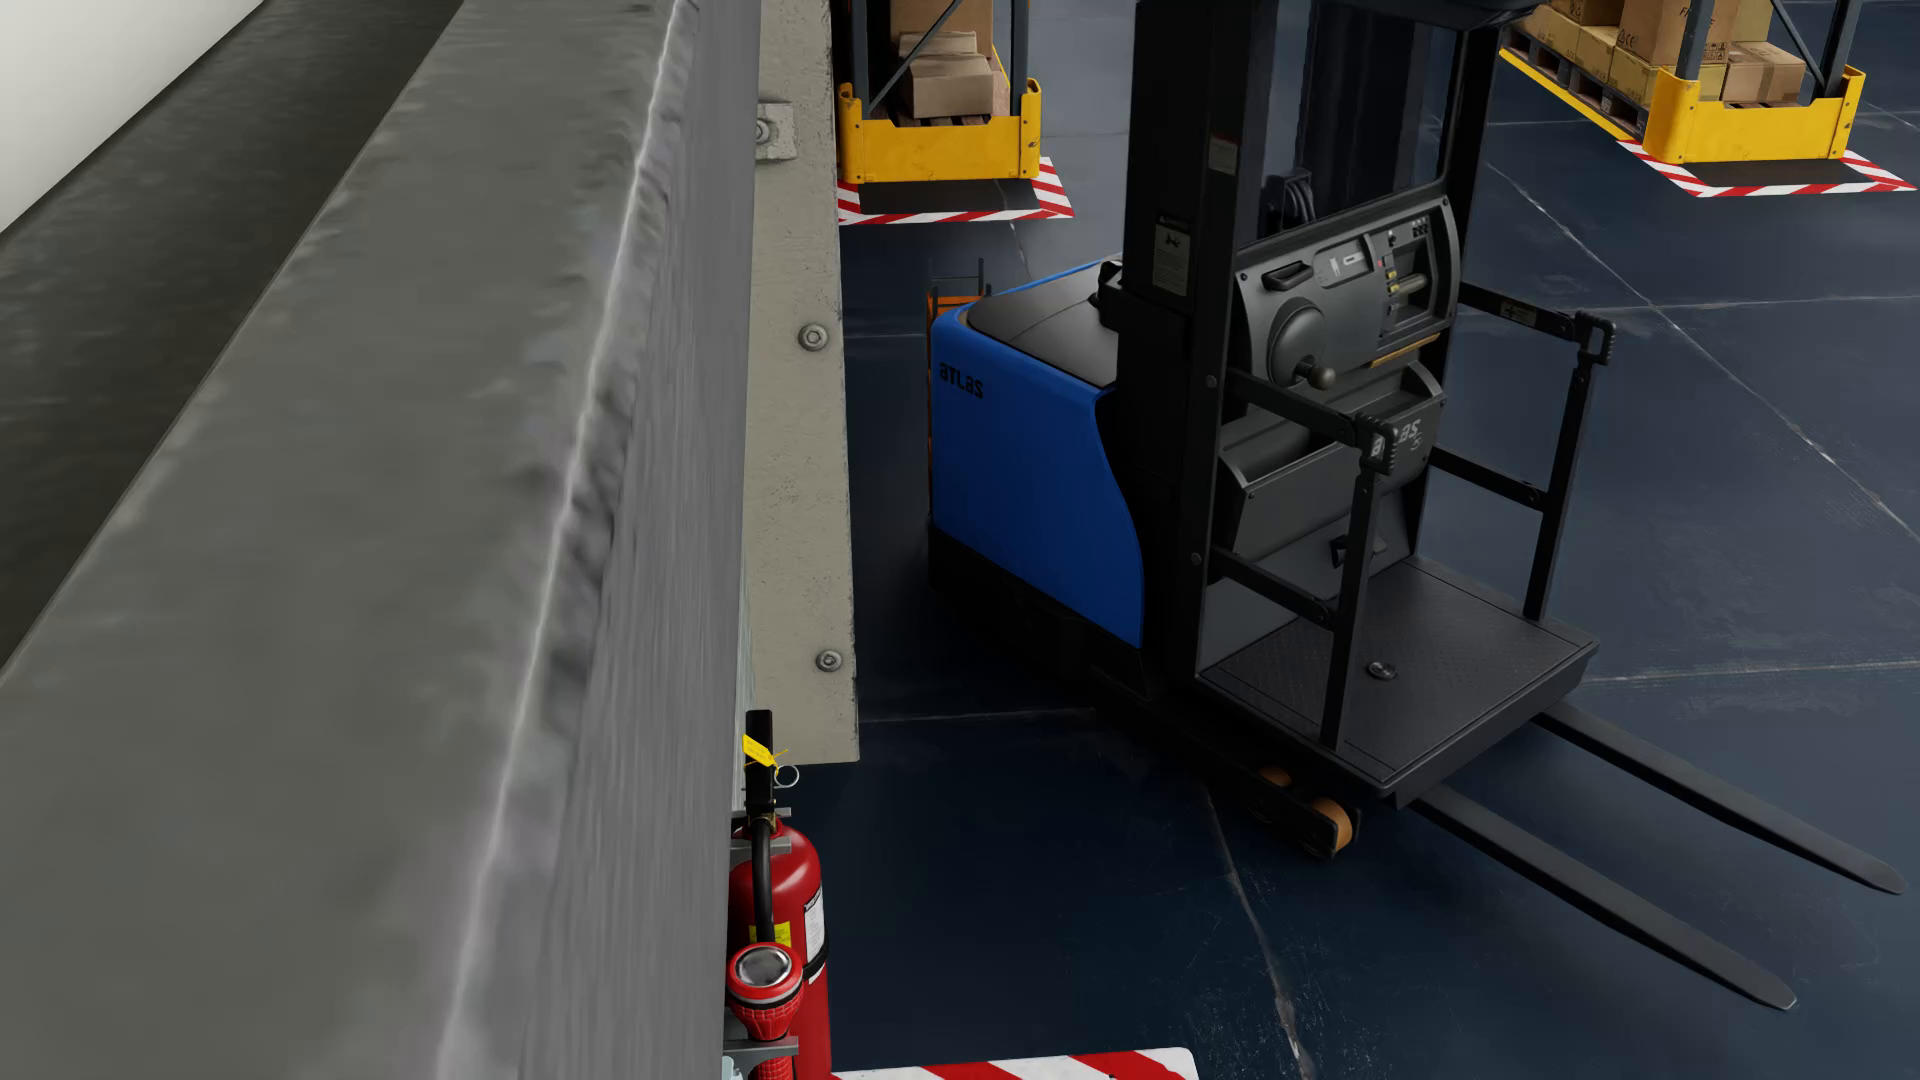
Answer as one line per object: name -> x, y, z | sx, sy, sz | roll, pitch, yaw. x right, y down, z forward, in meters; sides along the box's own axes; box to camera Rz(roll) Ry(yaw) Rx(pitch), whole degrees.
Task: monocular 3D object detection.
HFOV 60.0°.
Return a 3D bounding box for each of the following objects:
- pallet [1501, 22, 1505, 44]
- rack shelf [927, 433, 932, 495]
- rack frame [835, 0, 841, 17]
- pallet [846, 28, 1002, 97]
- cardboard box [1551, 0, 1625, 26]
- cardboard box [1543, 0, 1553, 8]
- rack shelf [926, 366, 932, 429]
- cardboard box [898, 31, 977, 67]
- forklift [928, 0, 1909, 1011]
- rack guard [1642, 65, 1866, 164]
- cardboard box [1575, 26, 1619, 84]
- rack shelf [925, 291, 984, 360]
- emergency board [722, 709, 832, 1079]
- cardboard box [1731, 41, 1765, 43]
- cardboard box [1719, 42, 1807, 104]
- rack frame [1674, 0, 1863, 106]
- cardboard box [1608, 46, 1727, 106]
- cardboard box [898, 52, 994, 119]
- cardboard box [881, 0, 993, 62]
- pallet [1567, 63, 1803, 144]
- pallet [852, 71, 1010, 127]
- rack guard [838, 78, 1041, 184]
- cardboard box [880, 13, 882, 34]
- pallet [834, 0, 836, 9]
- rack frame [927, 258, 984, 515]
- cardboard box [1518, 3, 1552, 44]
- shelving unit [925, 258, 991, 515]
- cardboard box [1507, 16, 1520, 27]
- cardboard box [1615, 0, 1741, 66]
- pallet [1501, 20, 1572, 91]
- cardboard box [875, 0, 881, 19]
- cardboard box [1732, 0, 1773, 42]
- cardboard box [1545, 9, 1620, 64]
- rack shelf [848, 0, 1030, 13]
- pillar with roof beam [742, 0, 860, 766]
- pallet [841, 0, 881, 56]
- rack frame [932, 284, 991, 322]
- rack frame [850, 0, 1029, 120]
pallet -> 4.476, -4.126, 12.952 | 1.003, 0.211, 1.213 | -3, 31, -5
rack shelf -> -0.005, -0.230, 6.174 | 0.215, 0.259, 0.240 | -3, 31, -5
rack frame -> -0.489, -5.492, 12.520 | 1.000, 3.000, 0.127 | -3, 31, -5
pallet -> -0.274, -3.329, 11.618 | 1.003, 0.211, 1.213 | -3, 31, -5
cardboard box -> 4.362, -3.780, 11.194 | 0.500, 0.500, 0.500 | -3, 31, -5
cardboard box -> 4.317, -4.036, 11.622 | 0.500, 0.500, 0.500 | -3, 31, -5
rack shelf -> -0.005, -0.469, 6.032 | 0.215, 0.259, 0.240 | -3, 31, -5
cardboard box -> -0.143, -3.133, 10.763 | 0.500, 0.311, 0.500 | 0, 31, 0
forklift -> 1.228, -0.650, 4.481 | 1.130, 2.935, 3.031 | -24, 38, -34
rack guard -> 4.819, -2.604, 10.122 | 1.175, 0.500, 0.348 | -3, 31, -5
cardboard box -> 4.414, -3.203, 10.960 | 0.500, 0.250, 0.500 | -3, 31, -5
rack shelf -> -0.005, -0.713, 5.886 | 0.215, 0.259, 0.240 | -3, 31, -5
emergency board -> -0.288, 0.561, 2.386 | 0.194, 1.169, 0.643 | -3, 31, -5
cardboard box -> 4.938, -3.229, 11.002 | 0.500, 0.250, 0.500 | -3, 31, -5
cardboard box -> 4.988, -2.973, 10.575 | 0.500, 0.250, 0.500 | -3, 31, -5
rack frame -> 4.817, -3.689, 9.501 | 1.000, 3.000, 0.127 | -3, 31, -5
cardboard box -> 4.473, -2.949, 10.533 | 0.500, 0.250, 0.500 | -3, 31, -5
cardboard box -> -0.090, -2.842, 10.276 | 0.500, 0.311, 0.500 | -6, 31, -10
cardboard box -> -0.162, -3.591, 11.346 | 0.700, 0.500, 0.500 | -5, 31, -8
pallet -> 4.704, -2.881, 10.866 | 1.003, 0.211, 1.213 | -3, 31, -5
pallet -> -0.163, -2.708, 10.578 | 1.003, 0.211, 1.213 | -3, 31, -5
rack guard -> -0.122, -2.416, 9.807 | 1.175, 0.500, 0.348 | -3, 31, -5
cardboard box -> -0.359, -3.640, 11.769 | 0.380, 0.149, 0.250 | -5, 31, -9
pallet -> -0.563, -4.692, 13.900 | 1.003, 0.211, 1.213 | -3, 31, -5
rack frame -> -0.016, -0.540, 6.131 | 0.200, 1.050, 0.008 | -3, 31, -5
cardboard box -> 4.320, -3.714, 11.814 | 0.500, 0.250, 0.500 | -3, 31, -5
shelving unit -> -0.005, -0.478, 6.027 | 0.215, 1.050, 0.252 | -3, 31, -5
cardboard box -> 4.268, -3.969, 12.241 | 0.500, 0.250, 0.500 | -3, 31, -5
cardboard box -> 4.470, -3.270, 10.341 | 0.500, 0.500, 0.500 | -3, 31, -5
pallet -> 4.593, -3.502, 11.907 | 1.003, 0.211, 1.213 | -3, 31, -5
cardboard box -> -0.352, -4.080, 12.164 | 0.500, 0.500, 0.500 | -5, 31, -8
cardboard box -> 4.940, -3.551, 10.810 | 0.500, 0.500, 0.500 | -3, 31, -5
cardboard box -> 4.365, -3.459, 11.387 | 0.500, 0.250, 0.500 | -3, 31, -5
rack shelf -> -0.302, -4.162, 10.995 | 1.077, 0.370, 4.000 | -3, 31, -5
pillar with roof beam -> 3.805, -3.484, 3.308 | 9.100, 9.000, 0.400 | -3, 31, -5
pallet -> -0.391, -3.954, 12.663 | 1.003, 0.211, 1.213 | -3, 31, -5
rack frame -> 0.006, -0.416, 5.922 | 0.200, 1.050, 0.008 | -3, 31, -5
rack frame -> -0.115, -3.450, 9.101 | 1.000, 3.000, 0.127 | -3, 31, -5
